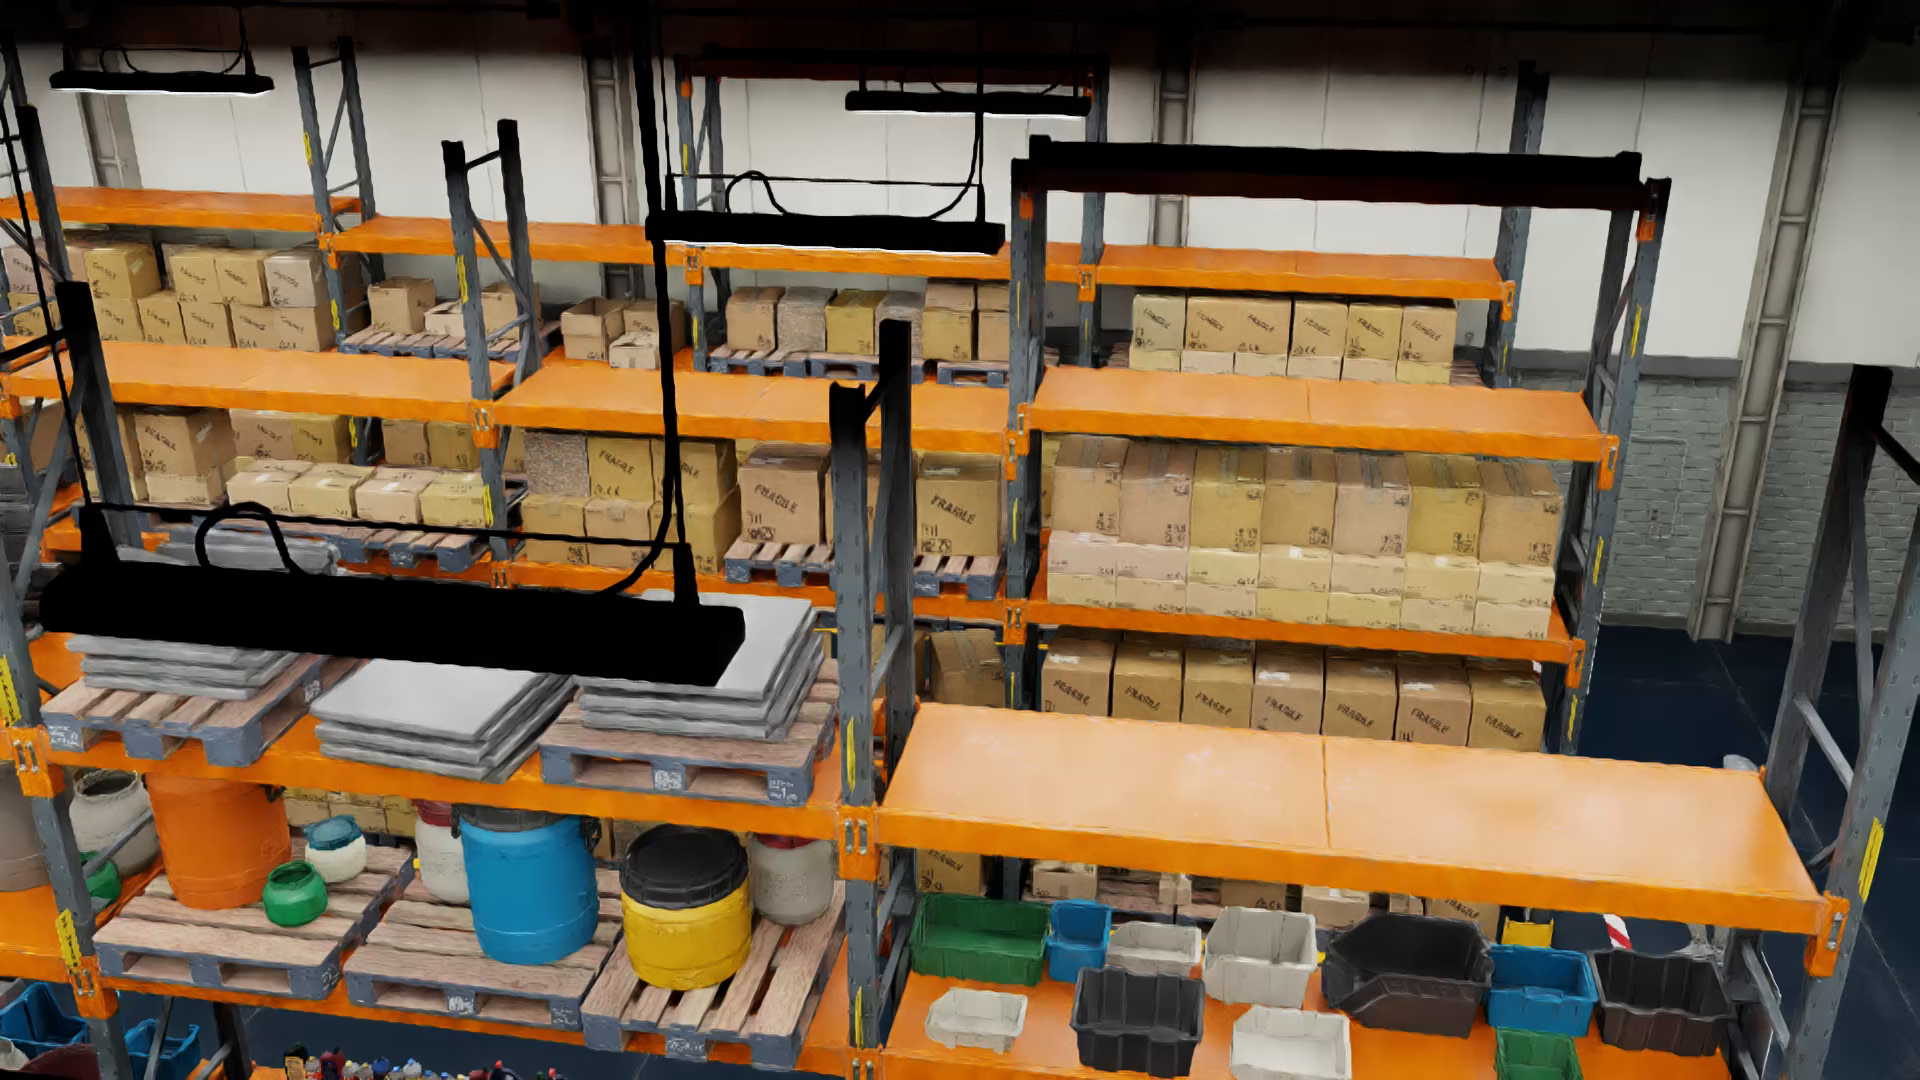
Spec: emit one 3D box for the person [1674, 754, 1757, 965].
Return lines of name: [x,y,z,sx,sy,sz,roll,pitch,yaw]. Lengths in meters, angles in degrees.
person: [5.719,2.418,12.528,0.576,1.658,0.406,-12,26,-25]
